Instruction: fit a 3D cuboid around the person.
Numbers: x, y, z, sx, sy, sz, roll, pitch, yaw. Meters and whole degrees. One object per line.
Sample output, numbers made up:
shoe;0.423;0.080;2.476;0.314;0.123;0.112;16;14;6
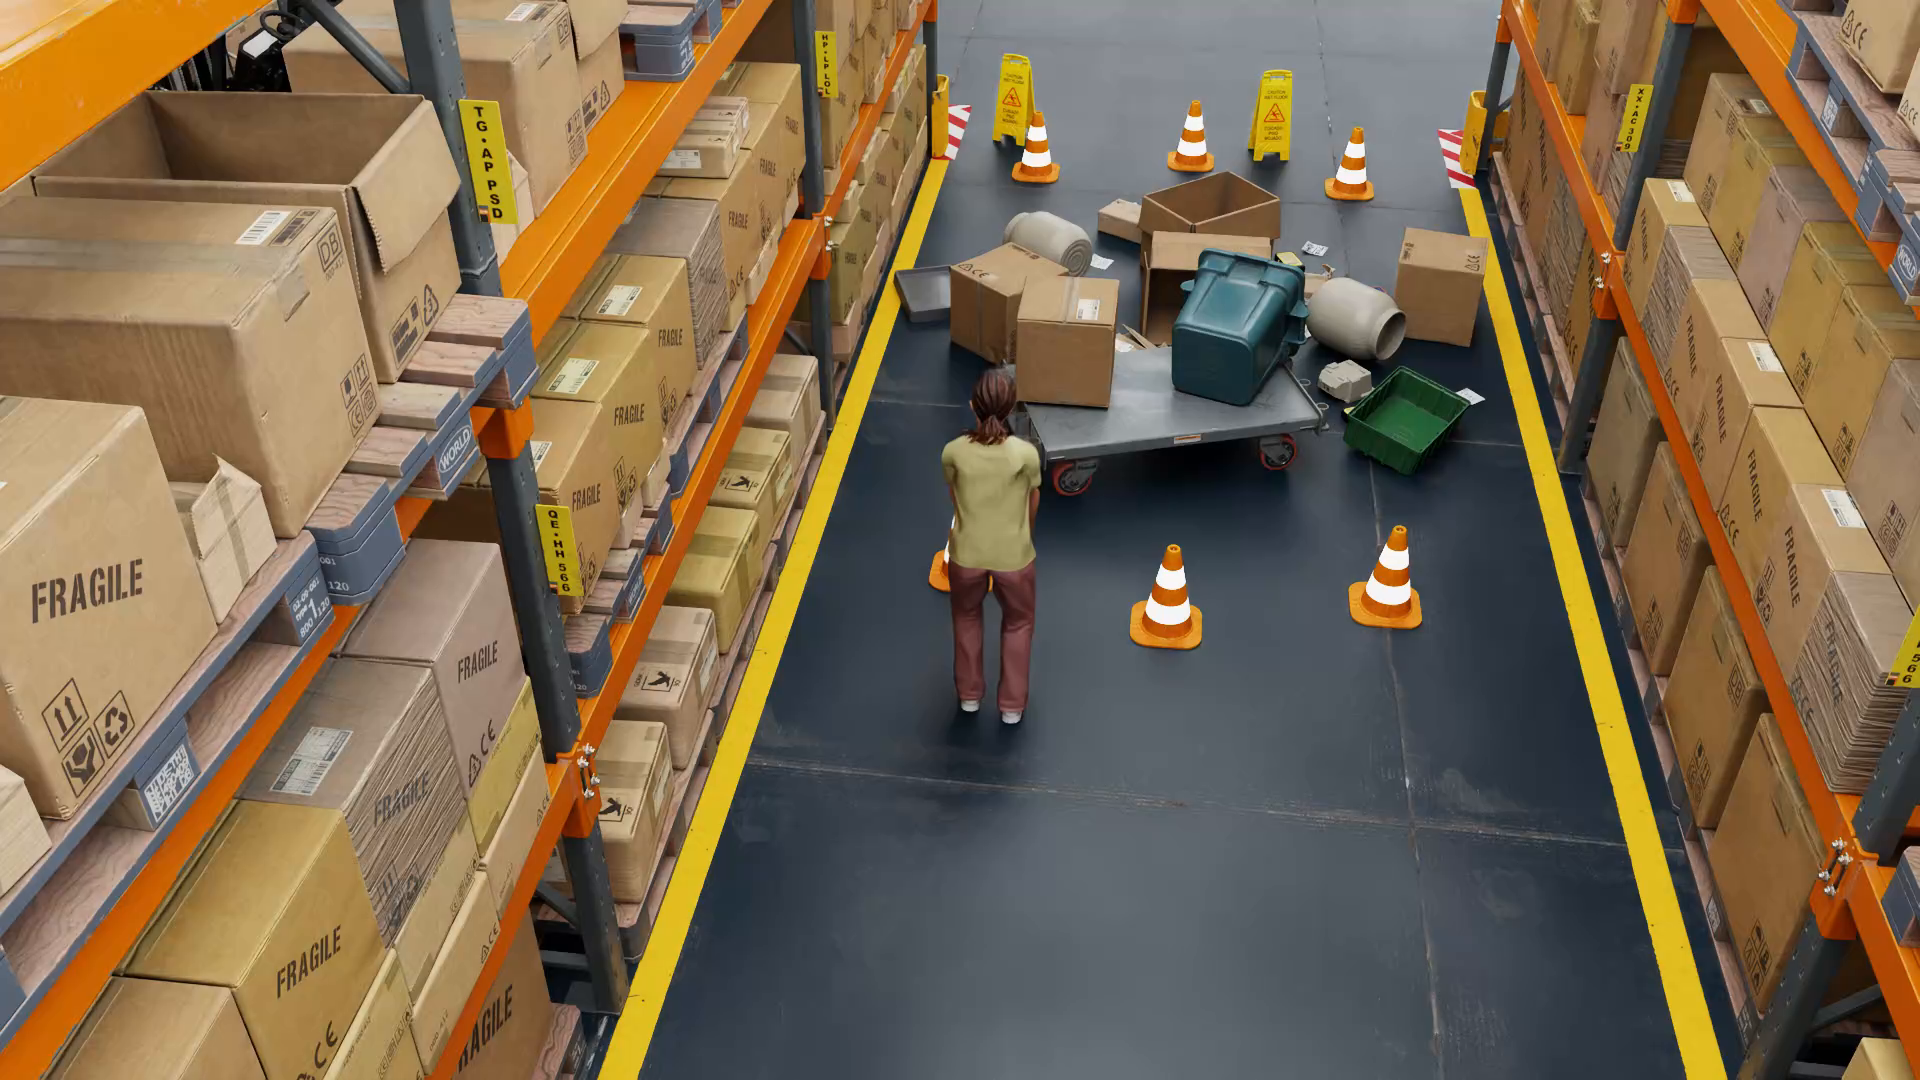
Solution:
person;0.132;0.018;7.038;0.409;1.654;0.521;4;36;5
